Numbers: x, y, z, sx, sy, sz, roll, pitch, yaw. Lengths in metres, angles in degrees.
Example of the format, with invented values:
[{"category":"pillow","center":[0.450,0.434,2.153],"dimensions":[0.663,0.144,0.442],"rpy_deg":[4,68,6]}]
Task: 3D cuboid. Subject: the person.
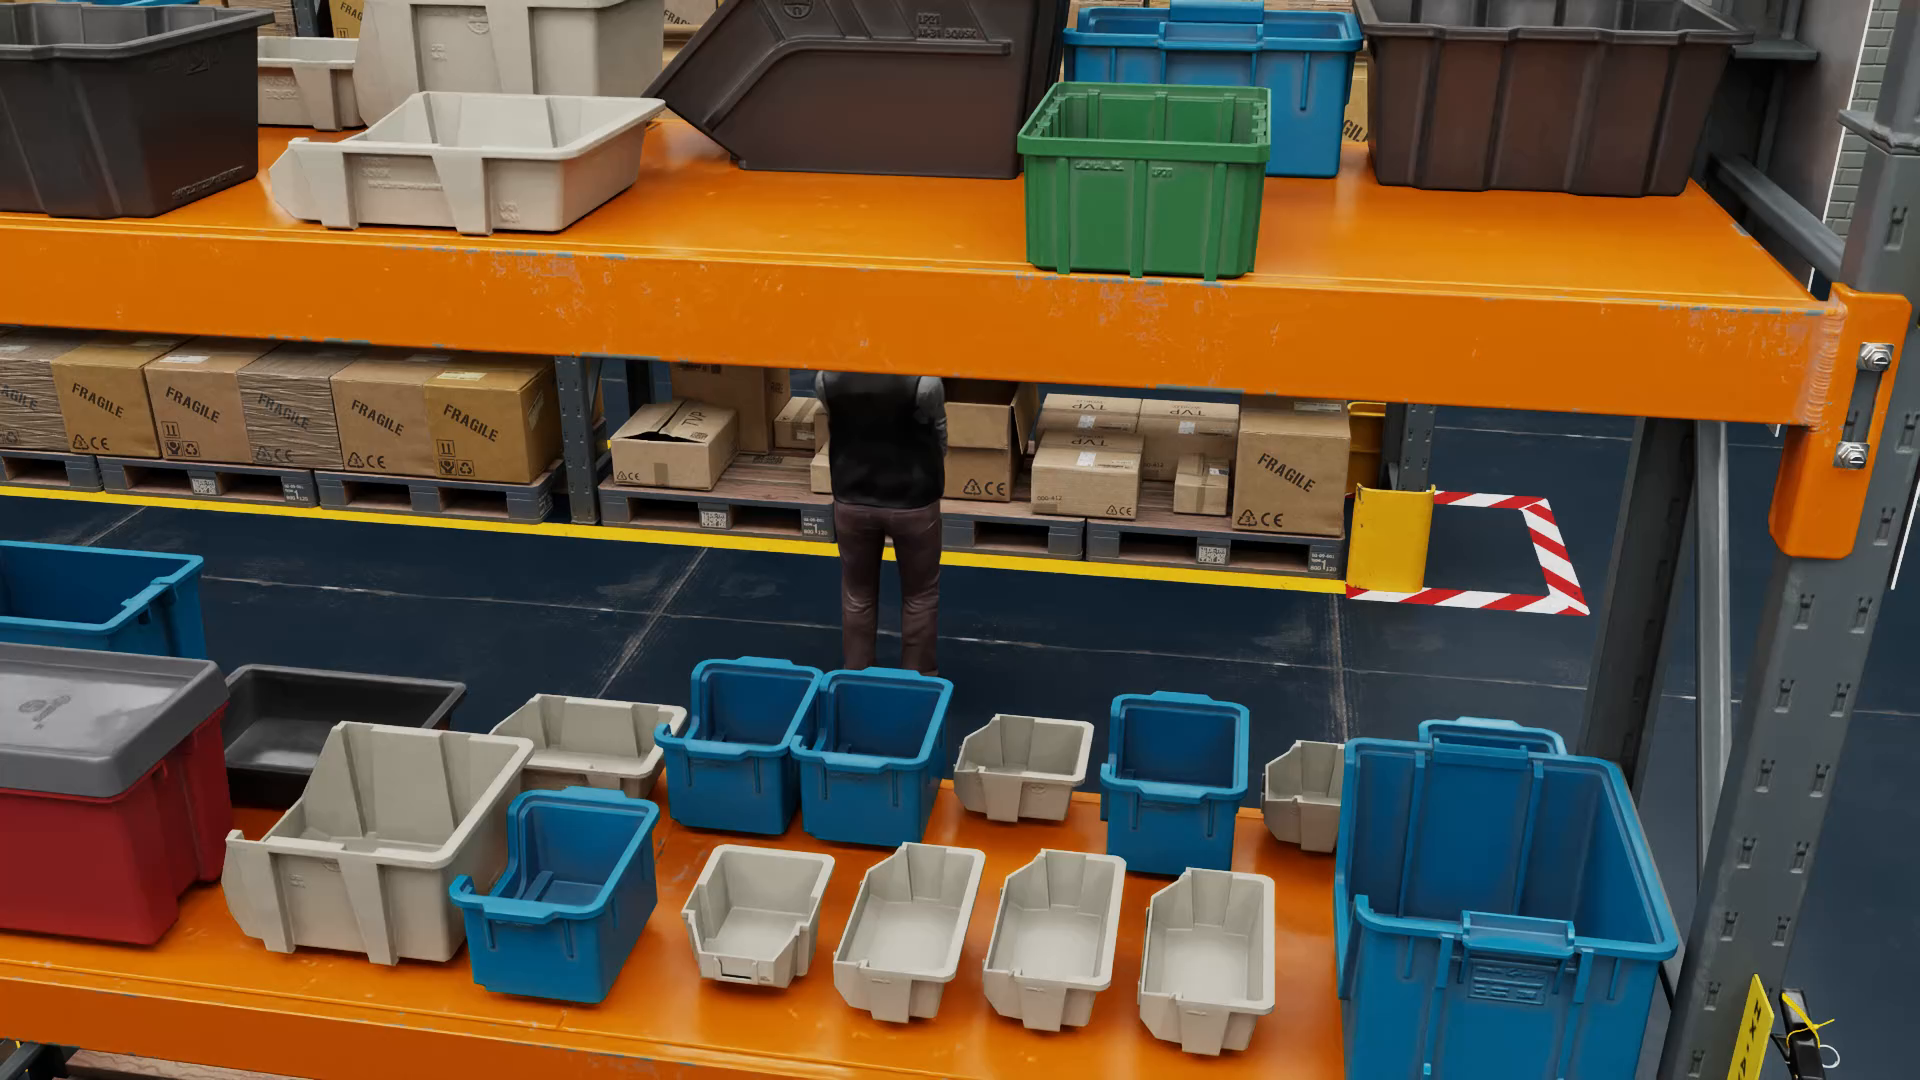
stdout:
[{"category":"person","center":[-0.281,-0.181,6.539],"dimensions":[0.494,1.712,0.557],"rpy_deg":[5,25,10]}]
